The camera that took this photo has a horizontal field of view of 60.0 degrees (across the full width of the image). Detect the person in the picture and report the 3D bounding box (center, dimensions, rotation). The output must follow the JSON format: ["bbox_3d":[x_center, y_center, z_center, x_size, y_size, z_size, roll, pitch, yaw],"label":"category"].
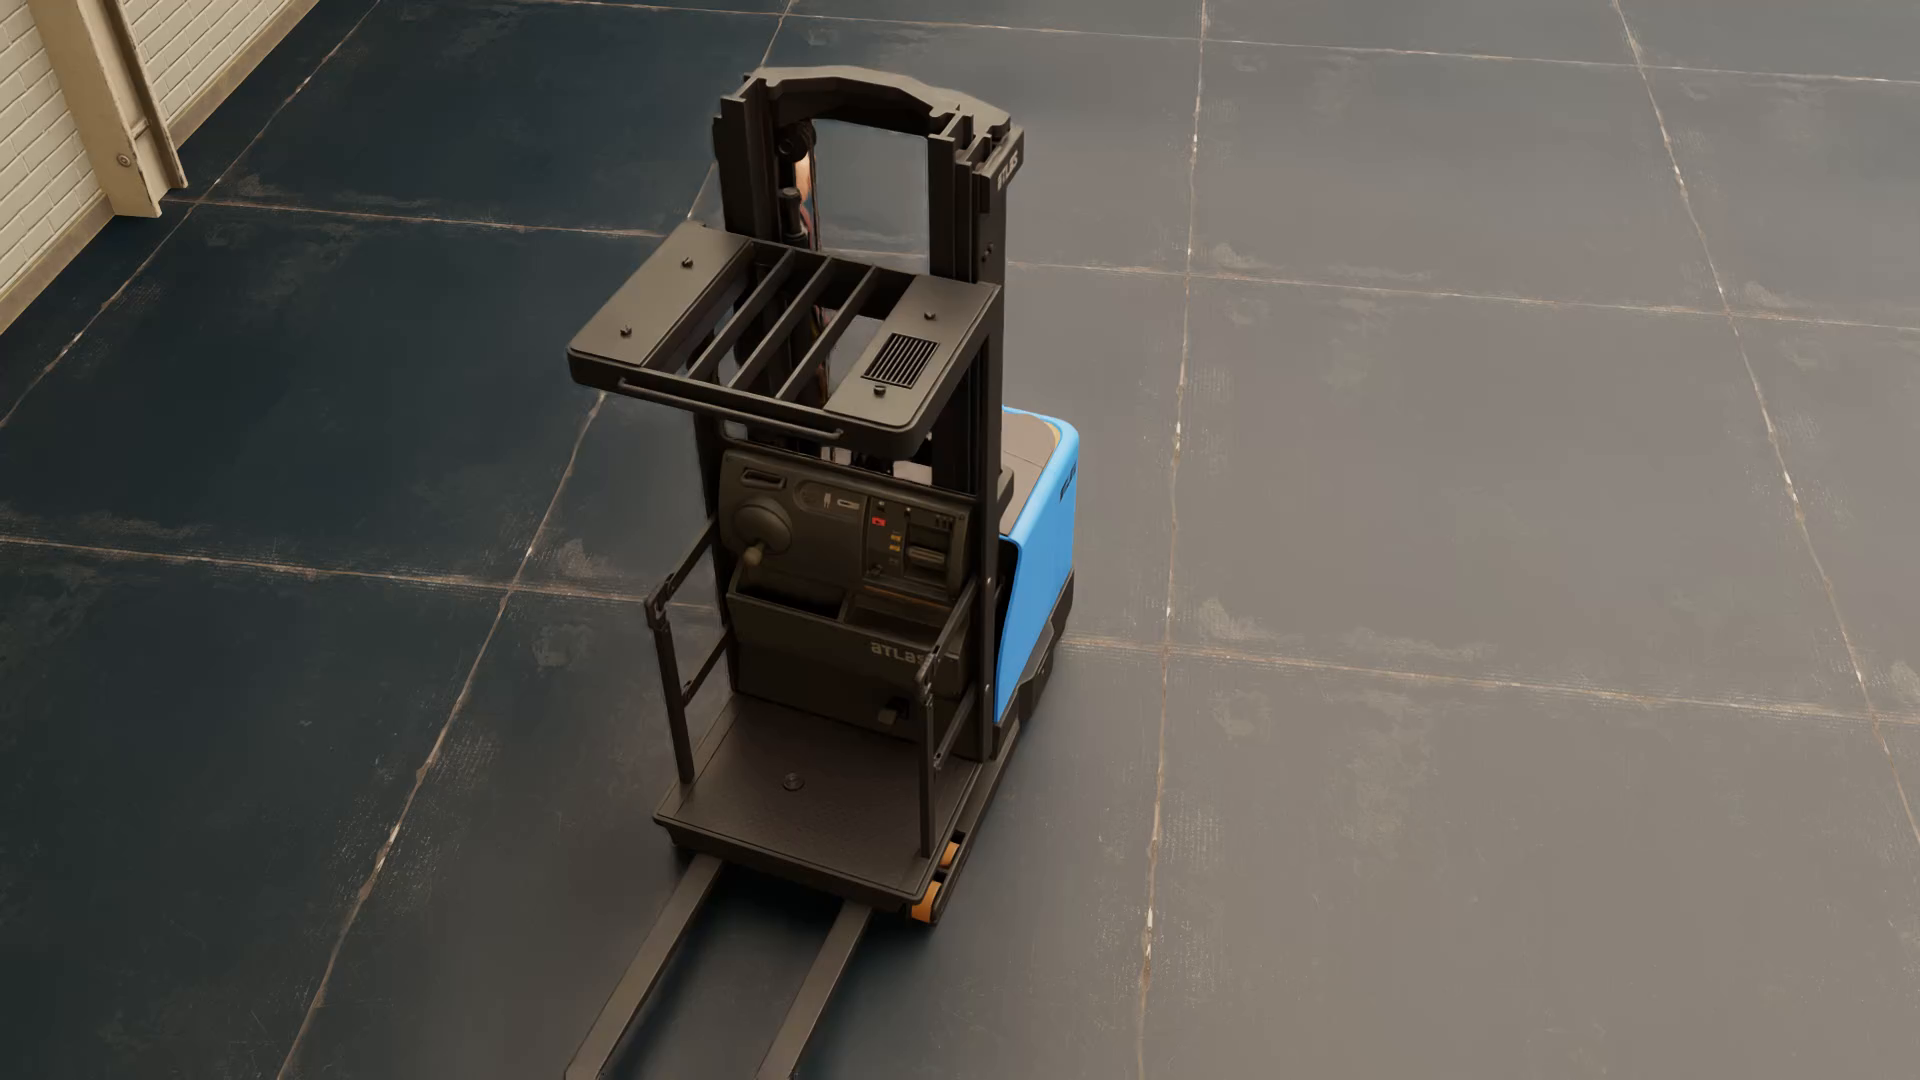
[{"bbox_3d":[-0.817,-1.049,7.746,0.423,1.750,0.890,5,43,6],"label":"person"}]

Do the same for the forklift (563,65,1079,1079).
[{"bbox_3d":[-0.488,0.048,5.672,1.130,2.935,3.031,14,44,15],"label":"forklift"}]
